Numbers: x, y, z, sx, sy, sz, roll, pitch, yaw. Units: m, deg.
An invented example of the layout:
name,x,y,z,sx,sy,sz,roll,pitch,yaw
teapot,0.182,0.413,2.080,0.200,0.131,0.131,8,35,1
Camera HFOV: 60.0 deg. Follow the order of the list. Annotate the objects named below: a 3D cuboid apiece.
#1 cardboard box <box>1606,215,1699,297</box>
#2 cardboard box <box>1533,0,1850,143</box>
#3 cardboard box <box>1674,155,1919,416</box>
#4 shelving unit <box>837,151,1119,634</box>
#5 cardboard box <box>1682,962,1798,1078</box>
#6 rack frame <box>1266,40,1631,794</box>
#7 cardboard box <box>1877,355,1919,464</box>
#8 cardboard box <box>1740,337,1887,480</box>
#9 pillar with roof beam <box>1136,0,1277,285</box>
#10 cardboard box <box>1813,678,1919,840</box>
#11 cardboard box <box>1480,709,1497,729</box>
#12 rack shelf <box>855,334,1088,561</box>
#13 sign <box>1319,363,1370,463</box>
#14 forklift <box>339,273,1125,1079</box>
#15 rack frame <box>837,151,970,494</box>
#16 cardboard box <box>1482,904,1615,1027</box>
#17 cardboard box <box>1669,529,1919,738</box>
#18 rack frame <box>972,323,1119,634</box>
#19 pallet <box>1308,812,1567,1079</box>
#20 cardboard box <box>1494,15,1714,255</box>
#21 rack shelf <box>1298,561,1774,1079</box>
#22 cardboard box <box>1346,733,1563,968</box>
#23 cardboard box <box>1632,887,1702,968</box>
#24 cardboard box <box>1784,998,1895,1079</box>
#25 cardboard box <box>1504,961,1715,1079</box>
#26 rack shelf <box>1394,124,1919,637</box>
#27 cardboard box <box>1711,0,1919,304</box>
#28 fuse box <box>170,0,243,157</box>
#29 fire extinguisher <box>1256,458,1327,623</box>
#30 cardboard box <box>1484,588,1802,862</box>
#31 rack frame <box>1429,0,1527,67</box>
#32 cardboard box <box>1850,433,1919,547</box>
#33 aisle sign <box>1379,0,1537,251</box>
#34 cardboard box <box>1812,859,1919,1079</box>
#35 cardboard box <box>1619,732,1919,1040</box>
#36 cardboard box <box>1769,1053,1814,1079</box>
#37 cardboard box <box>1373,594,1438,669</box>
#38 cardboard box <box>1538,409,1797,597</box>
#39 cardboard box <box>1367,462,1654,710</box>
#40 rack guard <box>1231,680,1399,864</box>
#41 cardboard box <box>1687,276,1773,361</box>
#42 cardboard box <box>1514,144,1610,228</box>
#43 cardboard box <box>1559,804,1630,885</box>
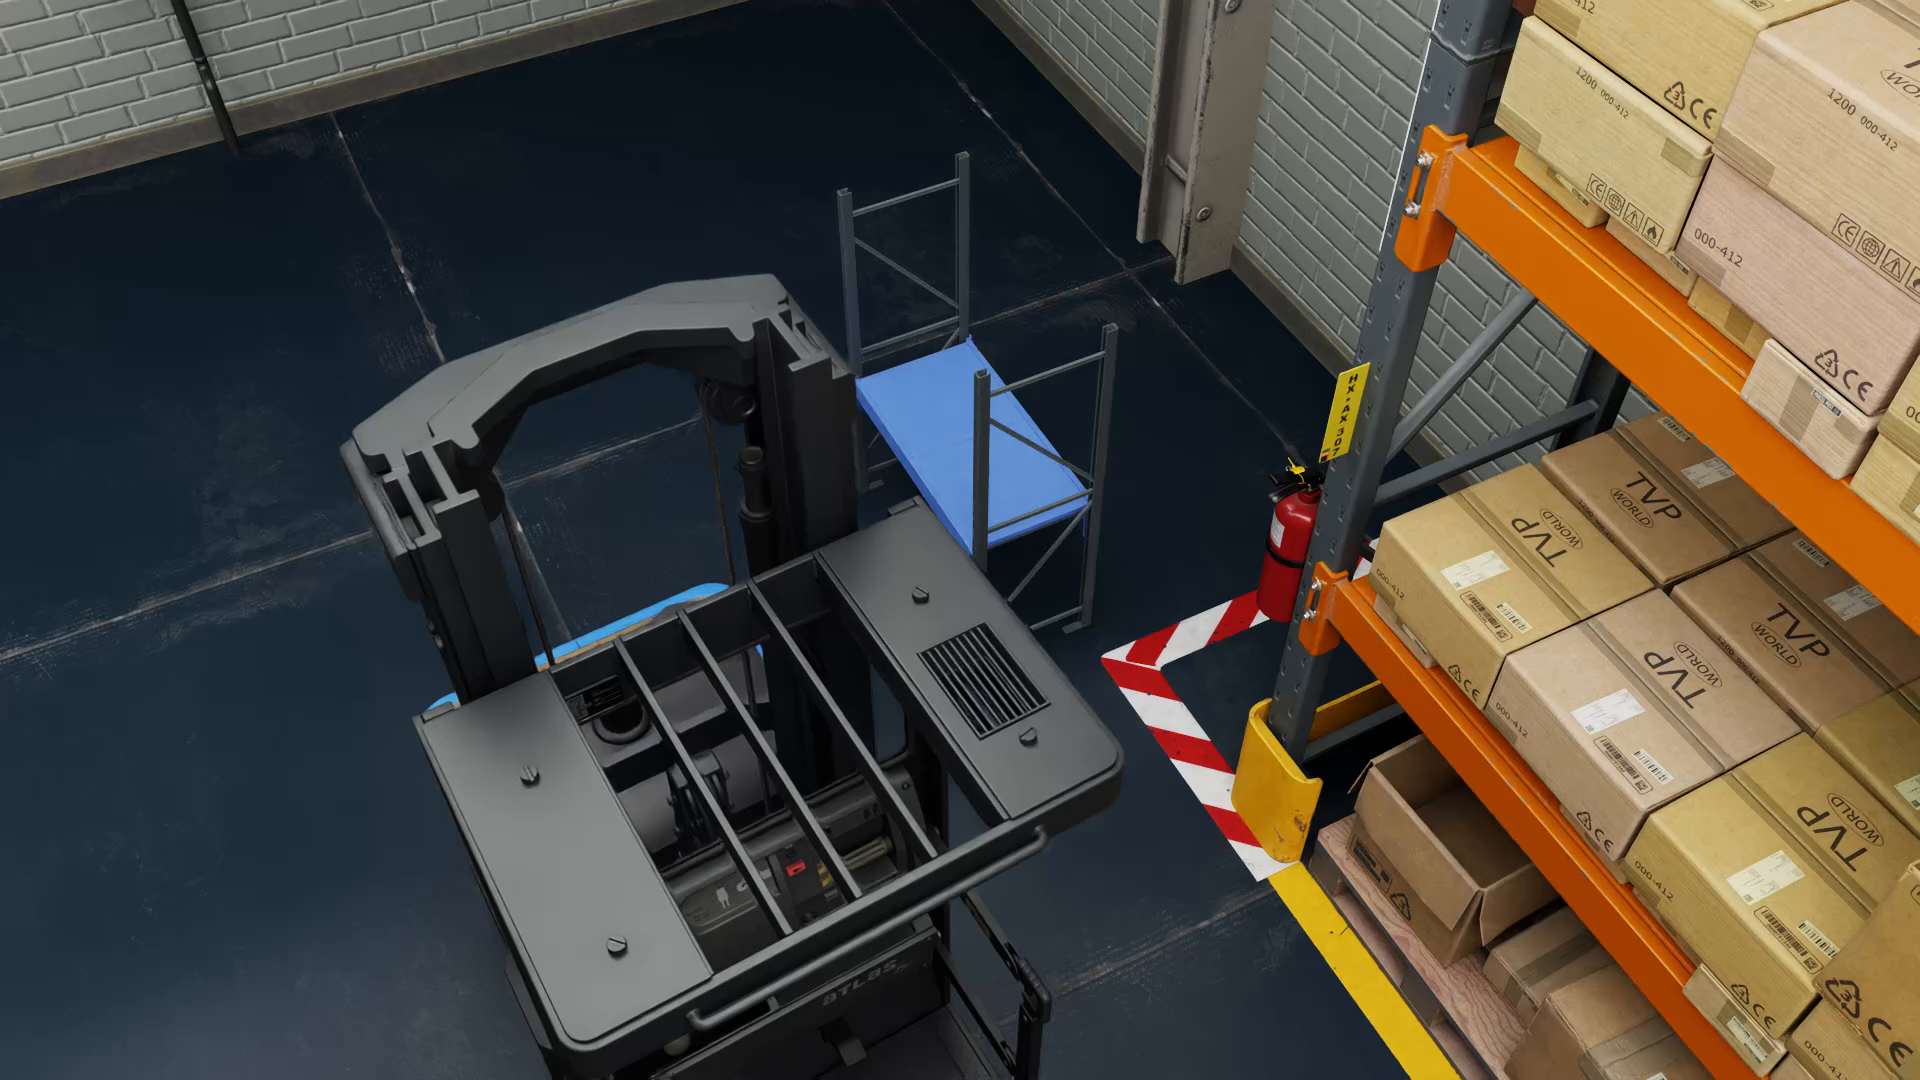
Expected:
name,x,y,z,sx,sy,sz,roll,pitch,yaw
cardboard box,1.575,-0.678,3.417,0.380,0.149,0.250,-20,52,-17
cardboard box,1.472,-1.050,3.146,0.500,0.250,0.500,-22,52,-18
cardboard box,1.704,-0.545,3.036,0.500,0.250,0.500,-20,52,-17
shelving unit,0.039,-0.437,6.028,0.538,1.500,1.048,-21,52,-18
cardboard box,1.944,1.043,3.904,0.380,0.149,0.250,-23,53,-19
rack frame,1.493,-0.233,4.854,1.000,3.000,0.127,-21,52,-18
cardboard box,1.927,-0.198,2.732,0.500,0.250,0.500,-23,53,-19
cardboard box,1.700,-0.298,3.085,0.380,0.149,0.250,-20,52,-17
pillar with roof beam,-2.768,-2.840,3.148,9.100,9.000,0.400,-21,52,-18
cardboard box,2.396,0.613,4.015,0.500,0.250,0.500,-20,52,-16
cardboard box,1.557,0.318,4.538,0.380,0.149,0.250,-20,52,-17
rack shelf,0.039,-0.318,6.164,0.538,0.185,1.000,-21,52,-18
sign,1.010,-0.331,4.364,0.100,0.325,0.005,-21,52,-18
forklift,-0.386,0.989,3.830,1.130,2.935,3.031,-24,53,-20
rack frame,-0.194,-0.777,6.326,0.500,1.500,0.032,-21,52,-18
cardboard box,1.848,1.307,5.122,0.380,0.149,0.250,-23,53,-19
cardboard box,2.174,0.280,4.307,0.500,0.250,0.500,-21,52,-17
rack frame,0.272,-0.096,5.731,0.500,1.500,0.032,-21,52,-18
pallet,1.893,1.269,5.393,1.003,0.211,1.213,-21,52,-18
cardboard box,1.453,-0.878,3.327,0.500,0.250,0.500,-22,52,-18
rack shelf,2.408,1.342,3.954,1.077,0.370,4.000,-21,52,-18
cardboard box,1.688,0.893,5.249,0.797,0.503,0.637,-23,53,-19
cardboard box,1.895,0.848,4.075,0.380,0.149,0.250,-20,52,-17
cardboard box,2.179,1.125,3.568,0.500,0.250,0.500,-22,53,-18
cardboard box,2.045,1.479,4.738,0.700,0.500,0.500,-19,52,-16
rack shelf,2.408,0.355,2.825,1.077,0.370,4.000,-21,52,-18
cardboard box,1.688,-0.703,2.842,0.500,0.250,0.500,-22,52,-18
fuse box,-3.586,-2.488,7.682,0.539,1.711,0.414,-21,52,-18
fire extinguisher,1.014,-0.024,4.970,0.296,0.674,0.183,-21,52,-18
cardboard box,1.692,0.452,4.156,0.500,0.250,0.500,-21,52,-17
rack frame,1.493,-2.208,2.596,1.000,3.000,0.127,-21,52,-18
cardboard box,1.826,-0.125,2.934,0.380,0.149,0.250,-21,52,-18
aisle sign,1.200,-1.033,3.827,0.394,0.787,0.004,-21,52,-18
cardboard box,2.147,0.872,3.291,0.500,0.500,0.500,-20,52,-17
cardboard box,1.926,0.790,3.861,0.500,0.250,0.500,-22,52,-18
cardboard box,2.083,1.213,3.756,0.380,0.149,0.250,-20,52,-17
cardboard box,1.399,0.164,4.673,0.380,0.149,0.250,-22,52,-18
cardboard box,1.939,-0.065,4.609,0.500,0.250,0.500,-20,52,-16
cardboard box,1.461,0.115,4.451,0.500,0.250,0.500,-21,52,-17
rack guard,1.527,0.641,5.750,1.175,0.500,0.348,-21,52,-18
cardboard box,1.677,-0.500,3.262,0.380,0.149,0.250,-21,52,-17
cardboard box,1.432,-0.844,3.563,0.380,0.149,0.250,-20,52,-17
cardboard box,1.769,0.673,4.228,0.380,0.149,0.250,-20,52,-16
